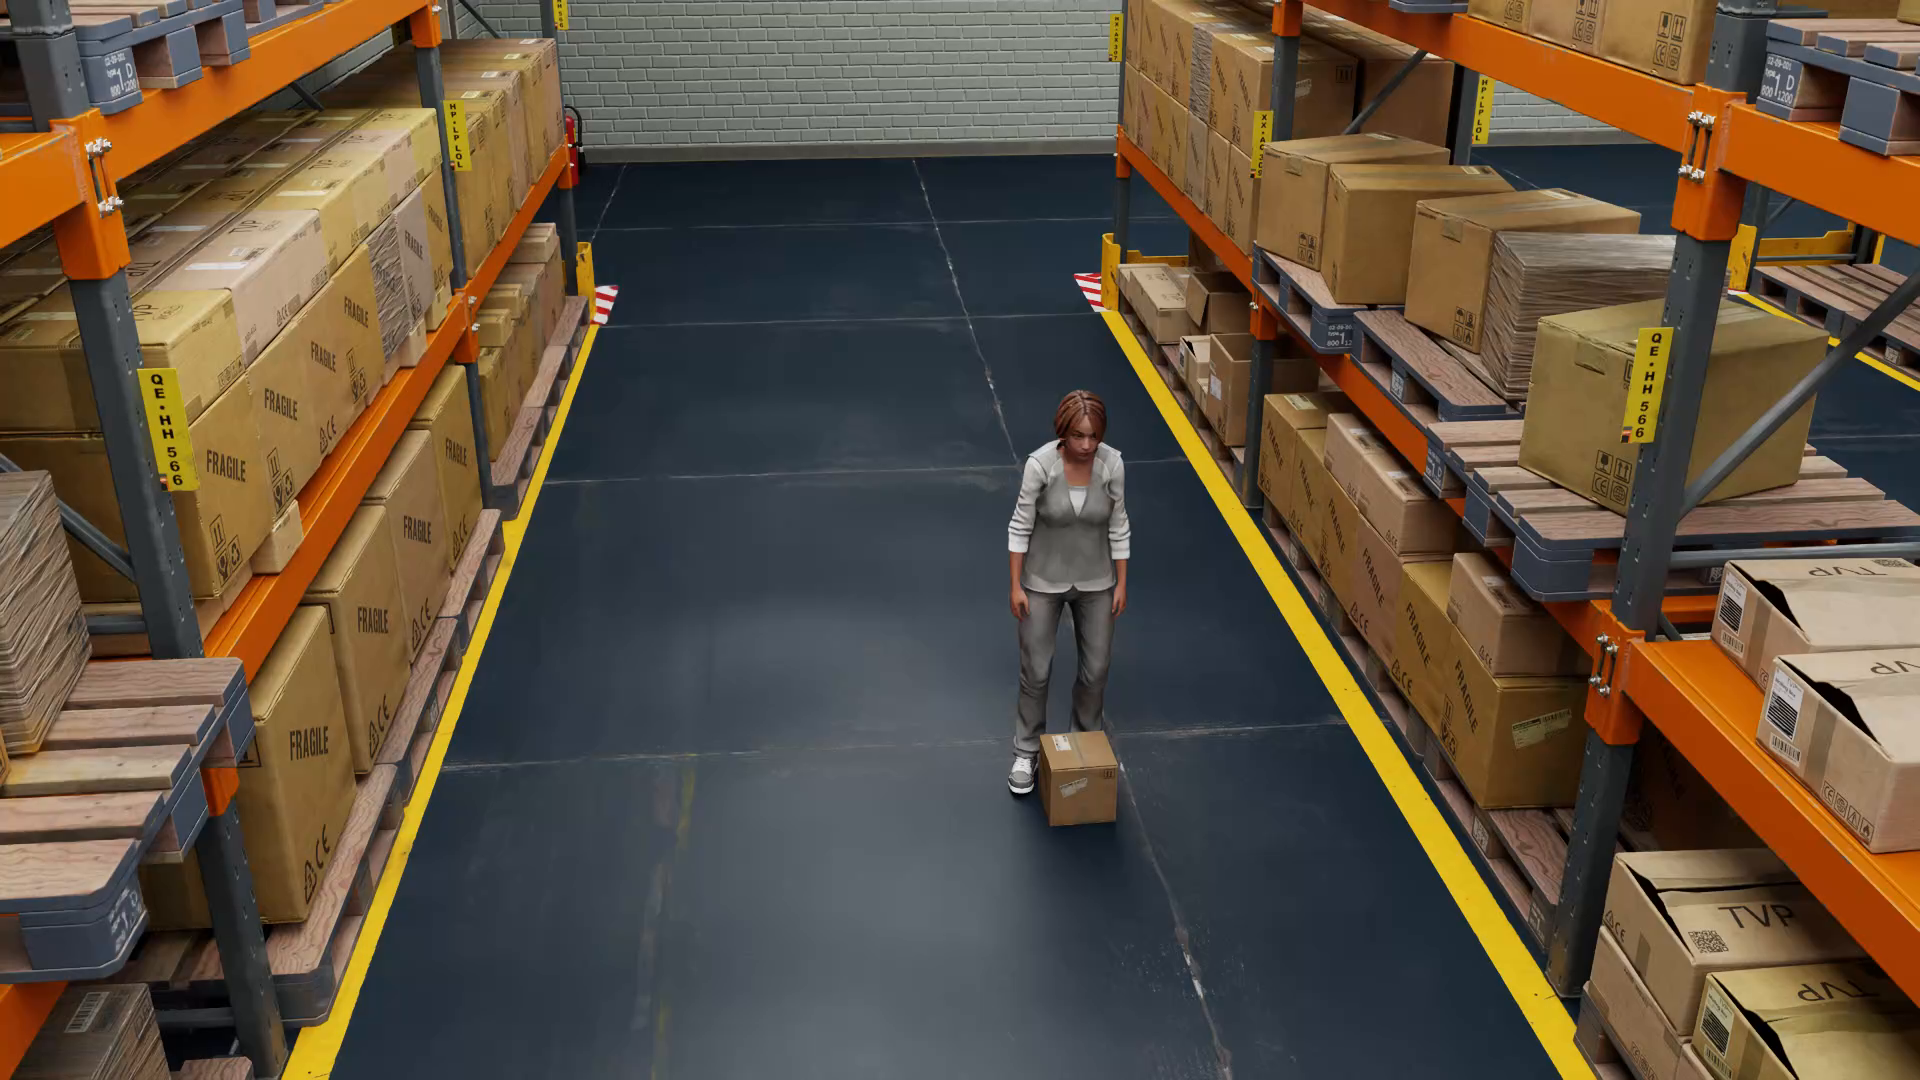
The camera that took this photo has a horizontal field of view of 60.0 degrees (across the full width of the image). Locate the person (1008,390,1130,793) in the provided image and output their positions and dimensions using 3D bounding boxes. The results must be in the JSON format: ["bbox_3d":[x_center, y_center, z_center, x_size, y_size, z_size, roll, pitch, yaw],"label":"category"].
[{"bbox_3d":[0.405,0.211,6.212,0.460,1.537,0.345,-3,24,-6],"label":"person"}]
